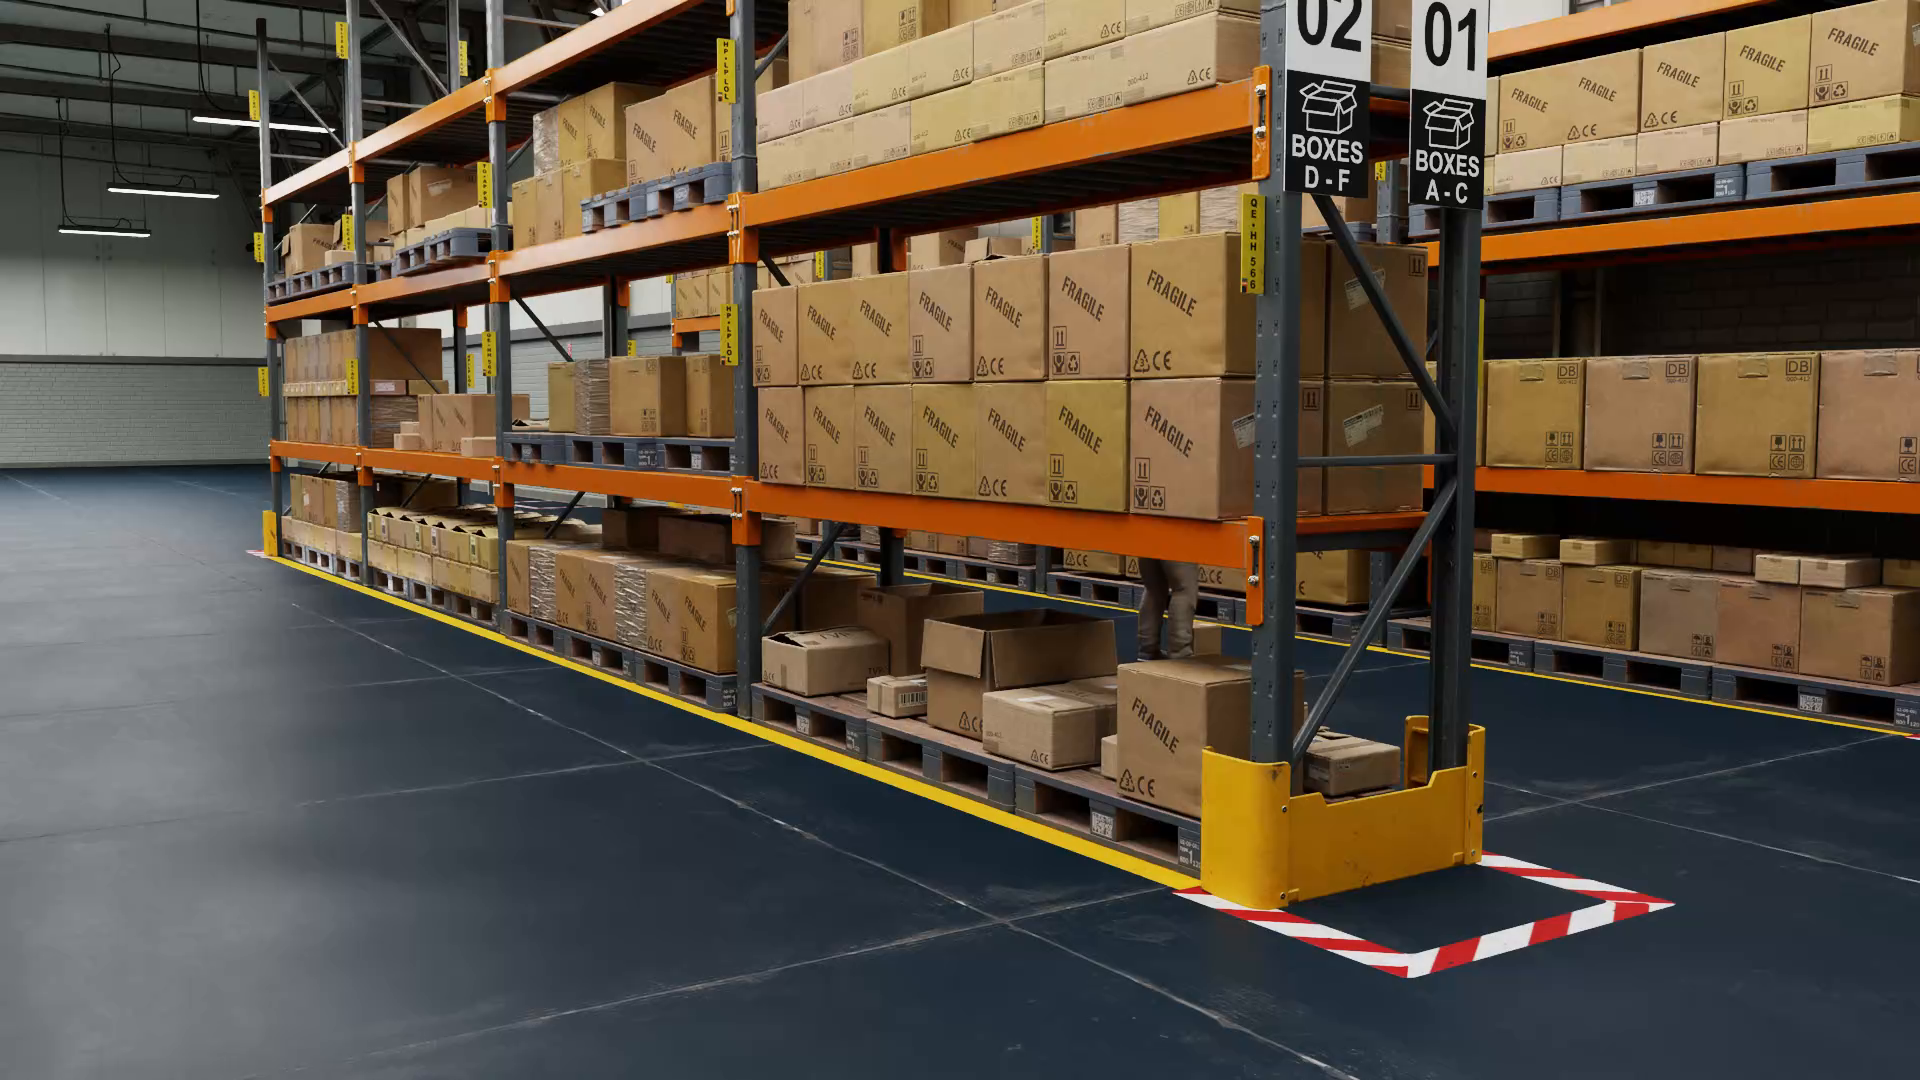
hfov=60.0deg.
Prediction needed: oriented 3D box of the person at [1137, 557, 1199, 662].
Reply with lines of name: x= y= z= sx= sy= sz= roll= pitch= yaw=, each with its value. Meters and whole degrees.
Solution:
person: x=1.354 y=-0.038 z=10.871 sx=0.392 sy=1.726 sz=0.606 roll=-4 pitch=6 yaw=-37
